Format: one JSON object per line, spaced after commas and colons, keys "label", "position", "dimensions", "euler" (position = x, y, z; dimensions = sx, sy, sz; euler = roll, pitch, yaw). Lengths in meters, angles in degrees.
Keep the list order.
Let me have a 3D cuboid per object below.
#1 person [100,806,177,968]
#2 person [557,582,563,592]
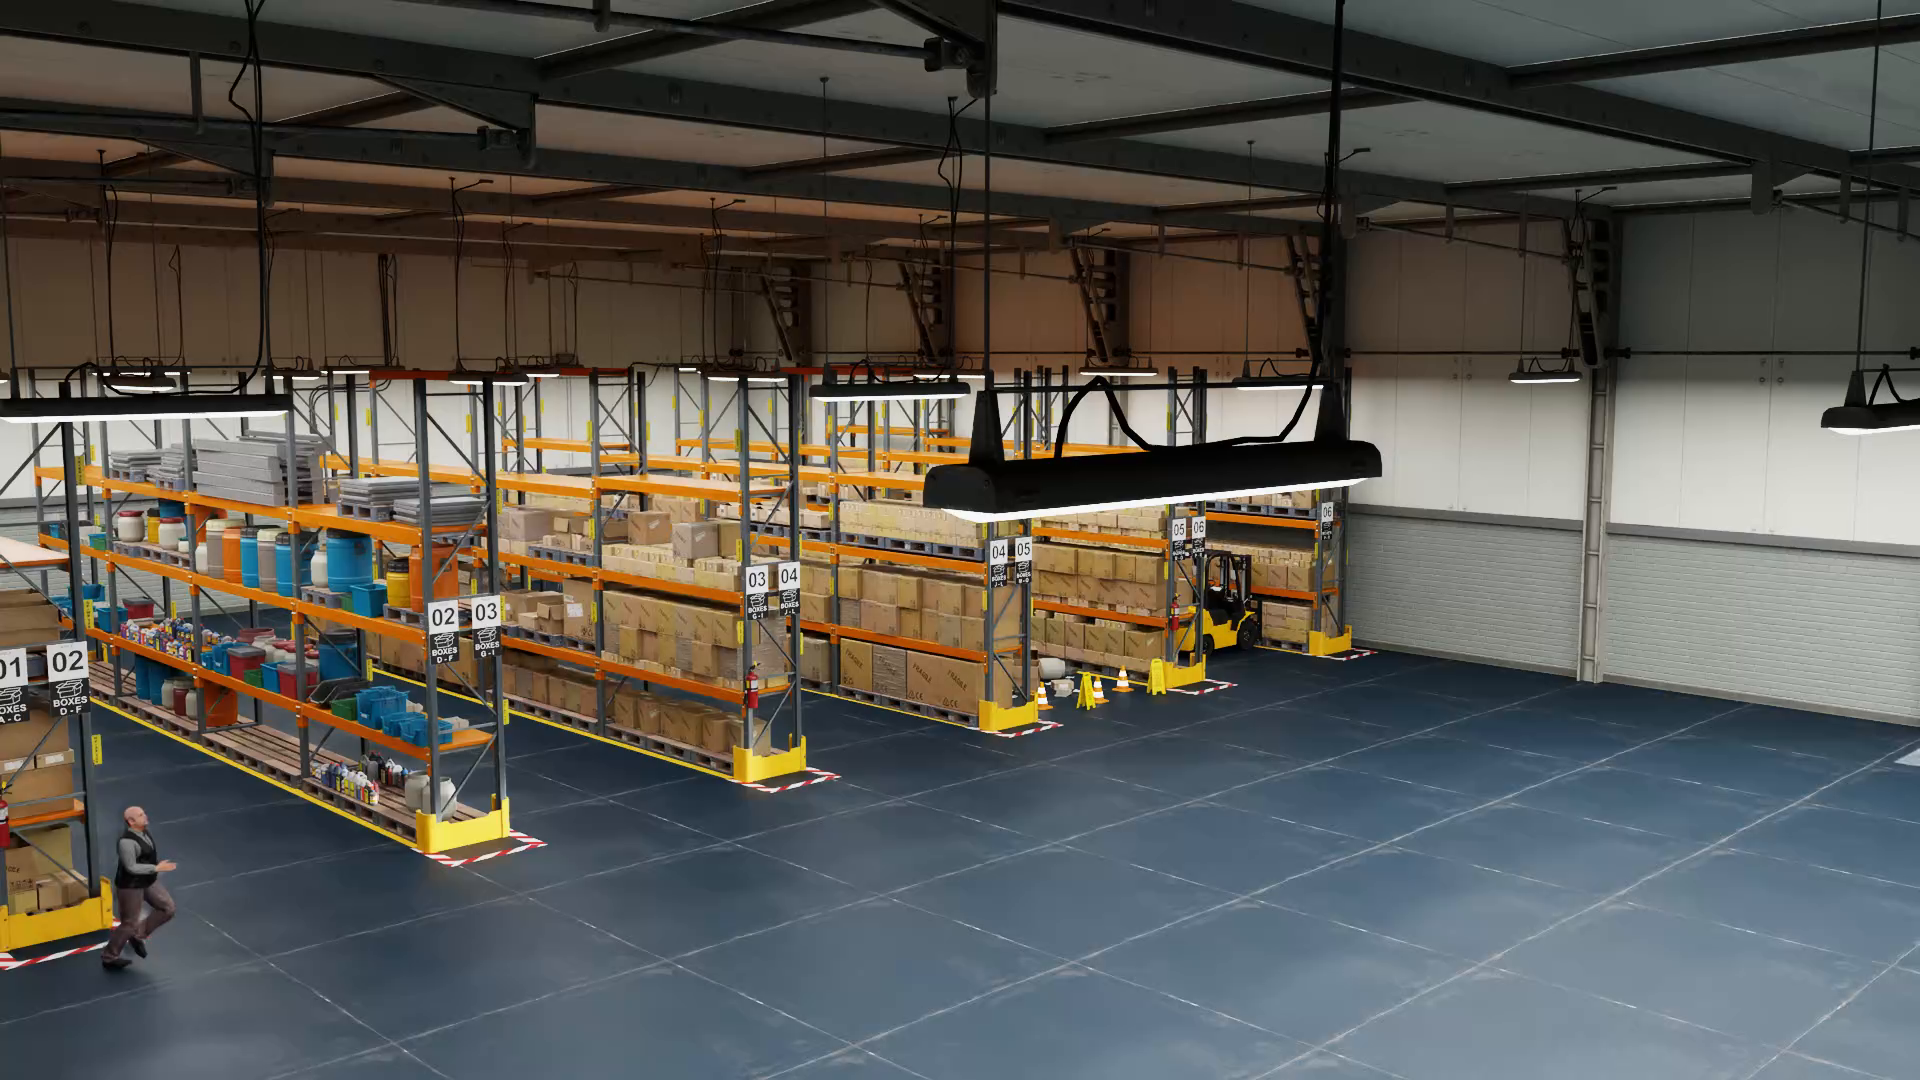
{"label": "person", "position": [-8.453, 3.549, 17.139], "dimensions": [0.790, 1.666, 0.673], "euler": [-1, 6, -4]}
{"label": "person", "position": [-9.942, 0.732, 41.987], "dimensions": [0.680, 1.793, 0.662], "euler": [-5, 8, -36]}
